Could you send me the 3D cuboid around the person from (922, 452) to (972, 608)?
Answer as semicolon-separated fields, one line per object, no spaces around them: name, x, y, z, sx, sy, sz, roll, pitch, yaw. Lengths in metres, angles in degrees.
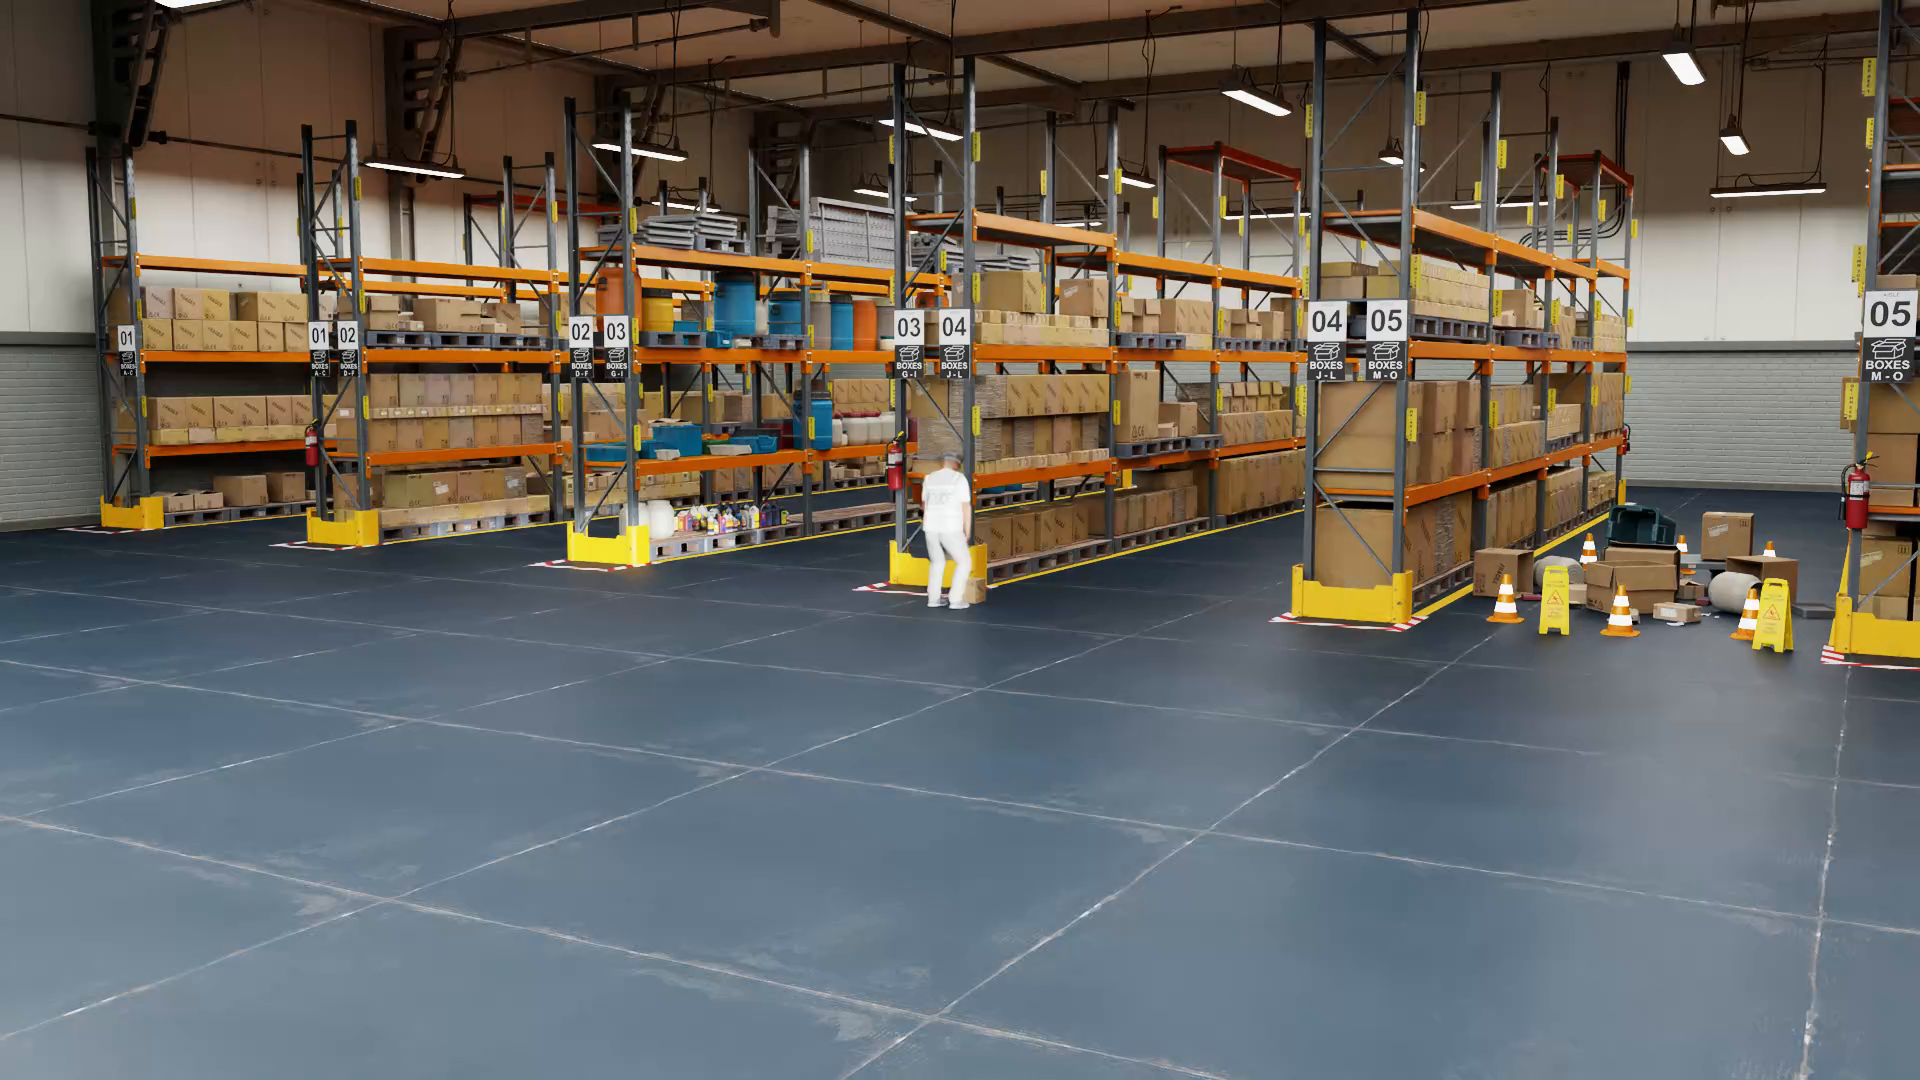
person;-0.152;-0.101;17.645;0.571;1.650;0.585;3;7;30
